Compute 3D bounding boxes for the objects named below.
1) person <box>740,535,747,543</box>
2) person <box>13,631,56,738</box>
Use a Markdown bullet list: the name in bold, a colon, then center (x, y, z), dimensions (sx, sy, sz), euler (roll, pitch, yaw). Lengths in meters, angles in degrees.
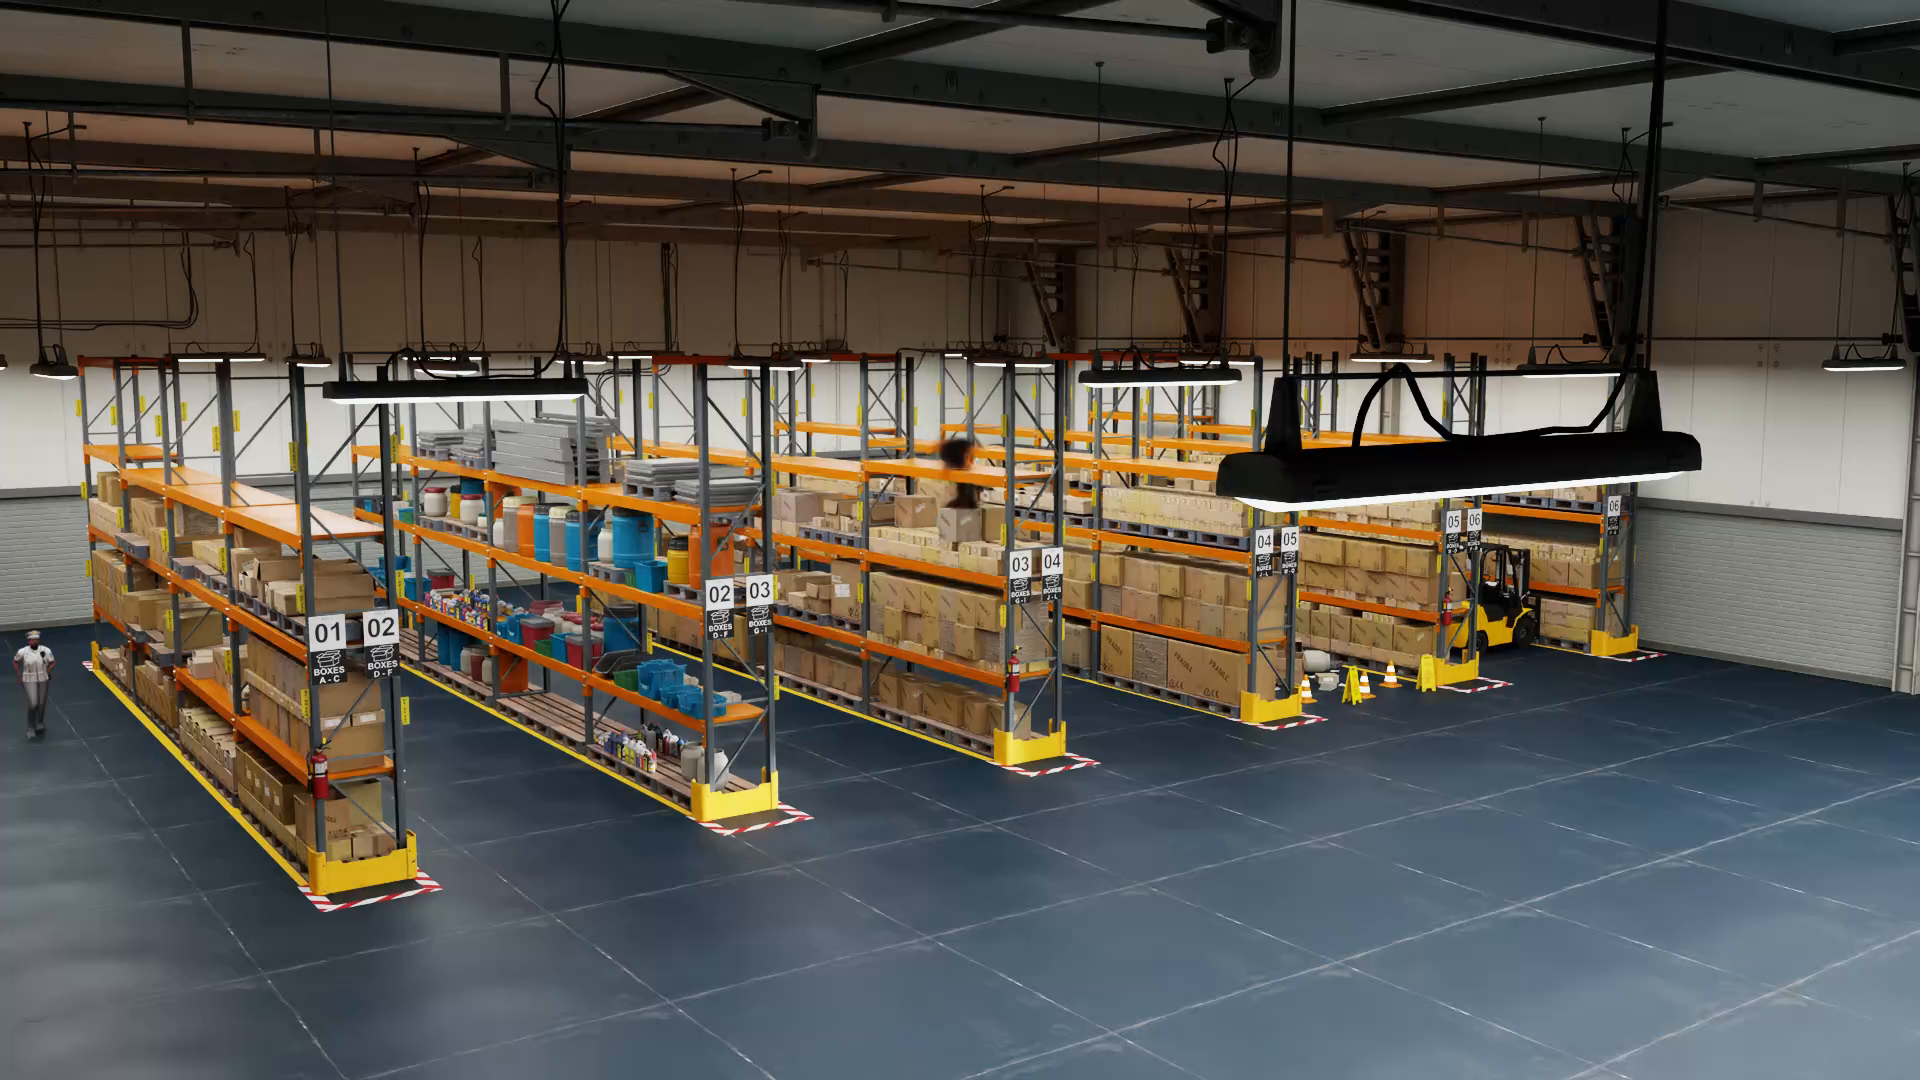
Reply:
- **person**: center (-4.982, 0.746, 38.780), dimensions (0.649, 1.766, 0.773), euler (-5, 8, -34)
- **person**: center (-14.747, 2.287, 26.569), dimensions (0.583, 1.731, 0.710), euler (-6, 9, -39)
